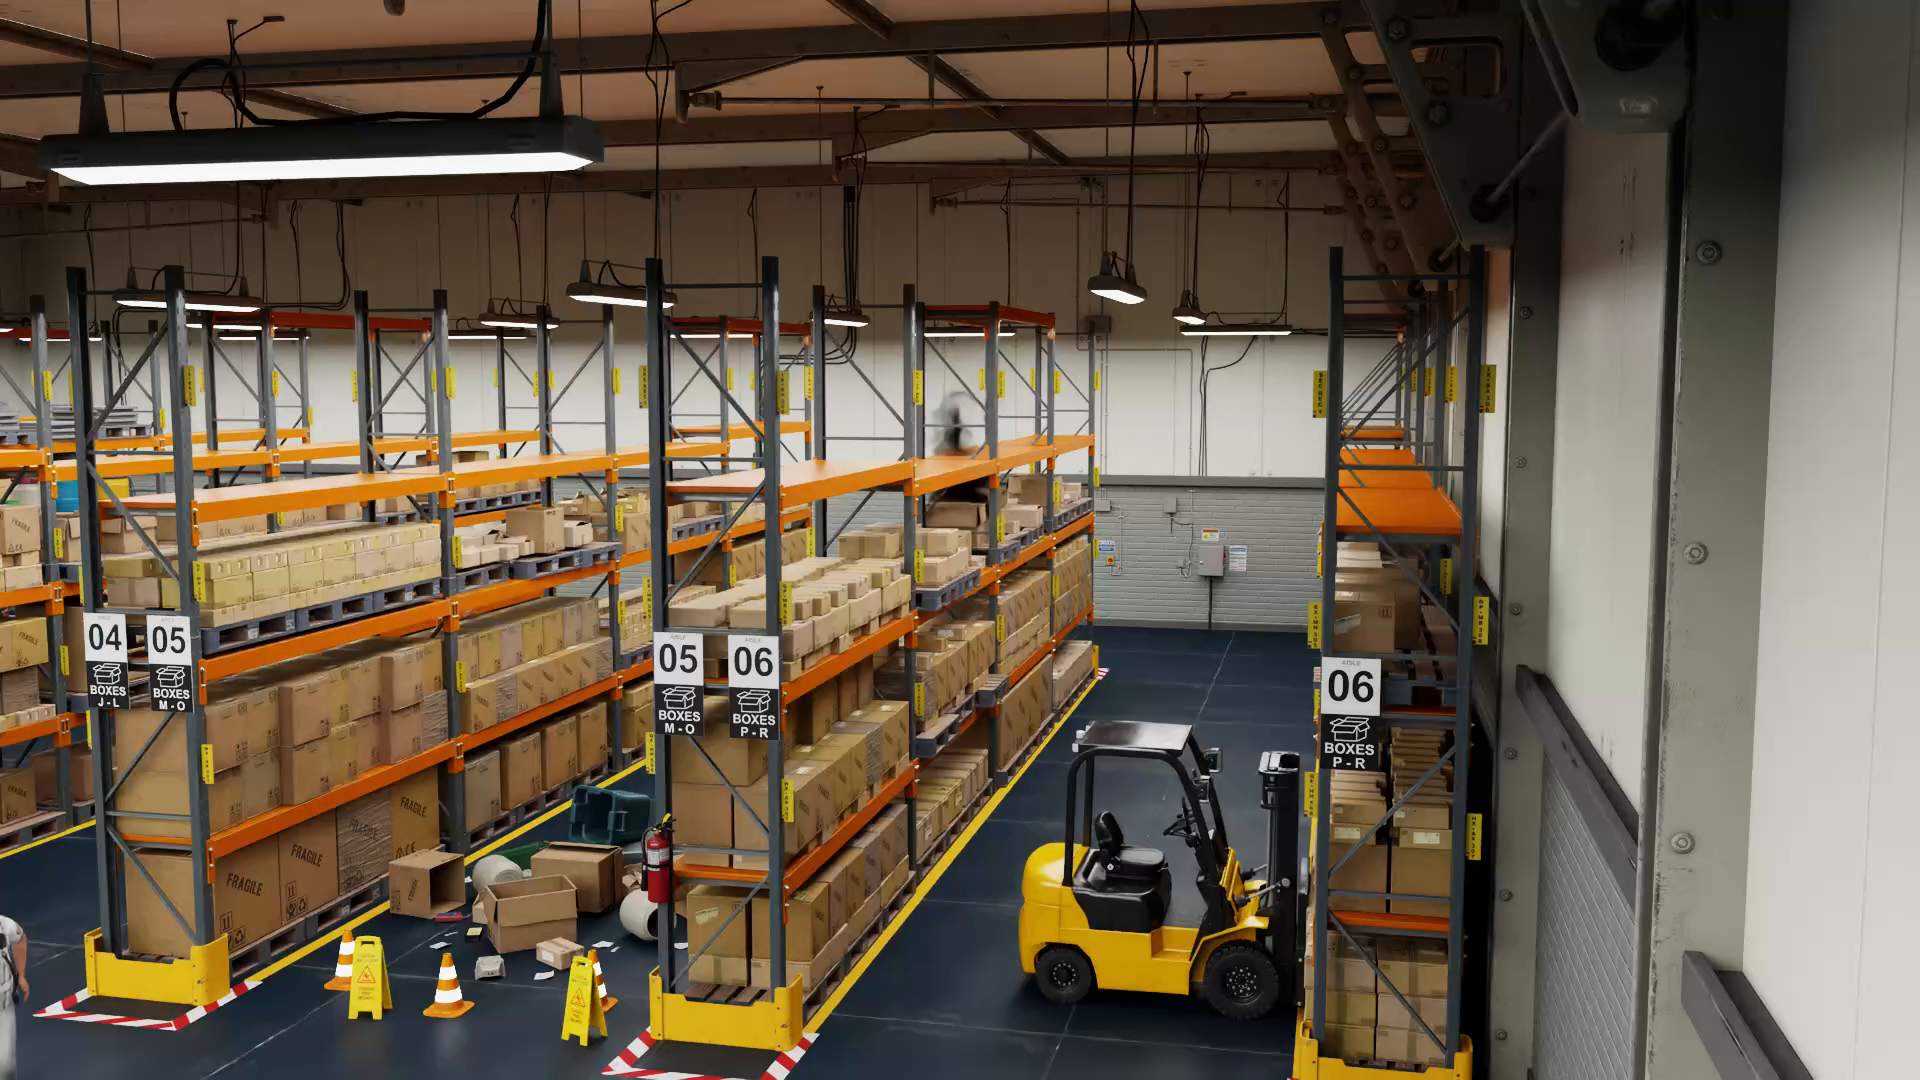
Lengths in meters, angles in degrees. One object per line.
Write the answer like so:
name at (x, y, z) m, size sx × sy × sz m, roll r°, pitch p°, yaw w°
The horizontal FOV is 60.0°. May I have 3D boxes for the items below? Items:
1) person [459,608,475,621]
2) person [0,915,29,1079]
person at (-7.300, 1.856, 24.737) m, size 0.634 × 1.690 × 0.711 m, roll 1°, pitch 6°, yaw 9°
person at (-6.569, 3.176, 11.130) m, size 0.630 × 1.835 × 0.848 m, roll -4°, pitch 7°, yaw -33°
